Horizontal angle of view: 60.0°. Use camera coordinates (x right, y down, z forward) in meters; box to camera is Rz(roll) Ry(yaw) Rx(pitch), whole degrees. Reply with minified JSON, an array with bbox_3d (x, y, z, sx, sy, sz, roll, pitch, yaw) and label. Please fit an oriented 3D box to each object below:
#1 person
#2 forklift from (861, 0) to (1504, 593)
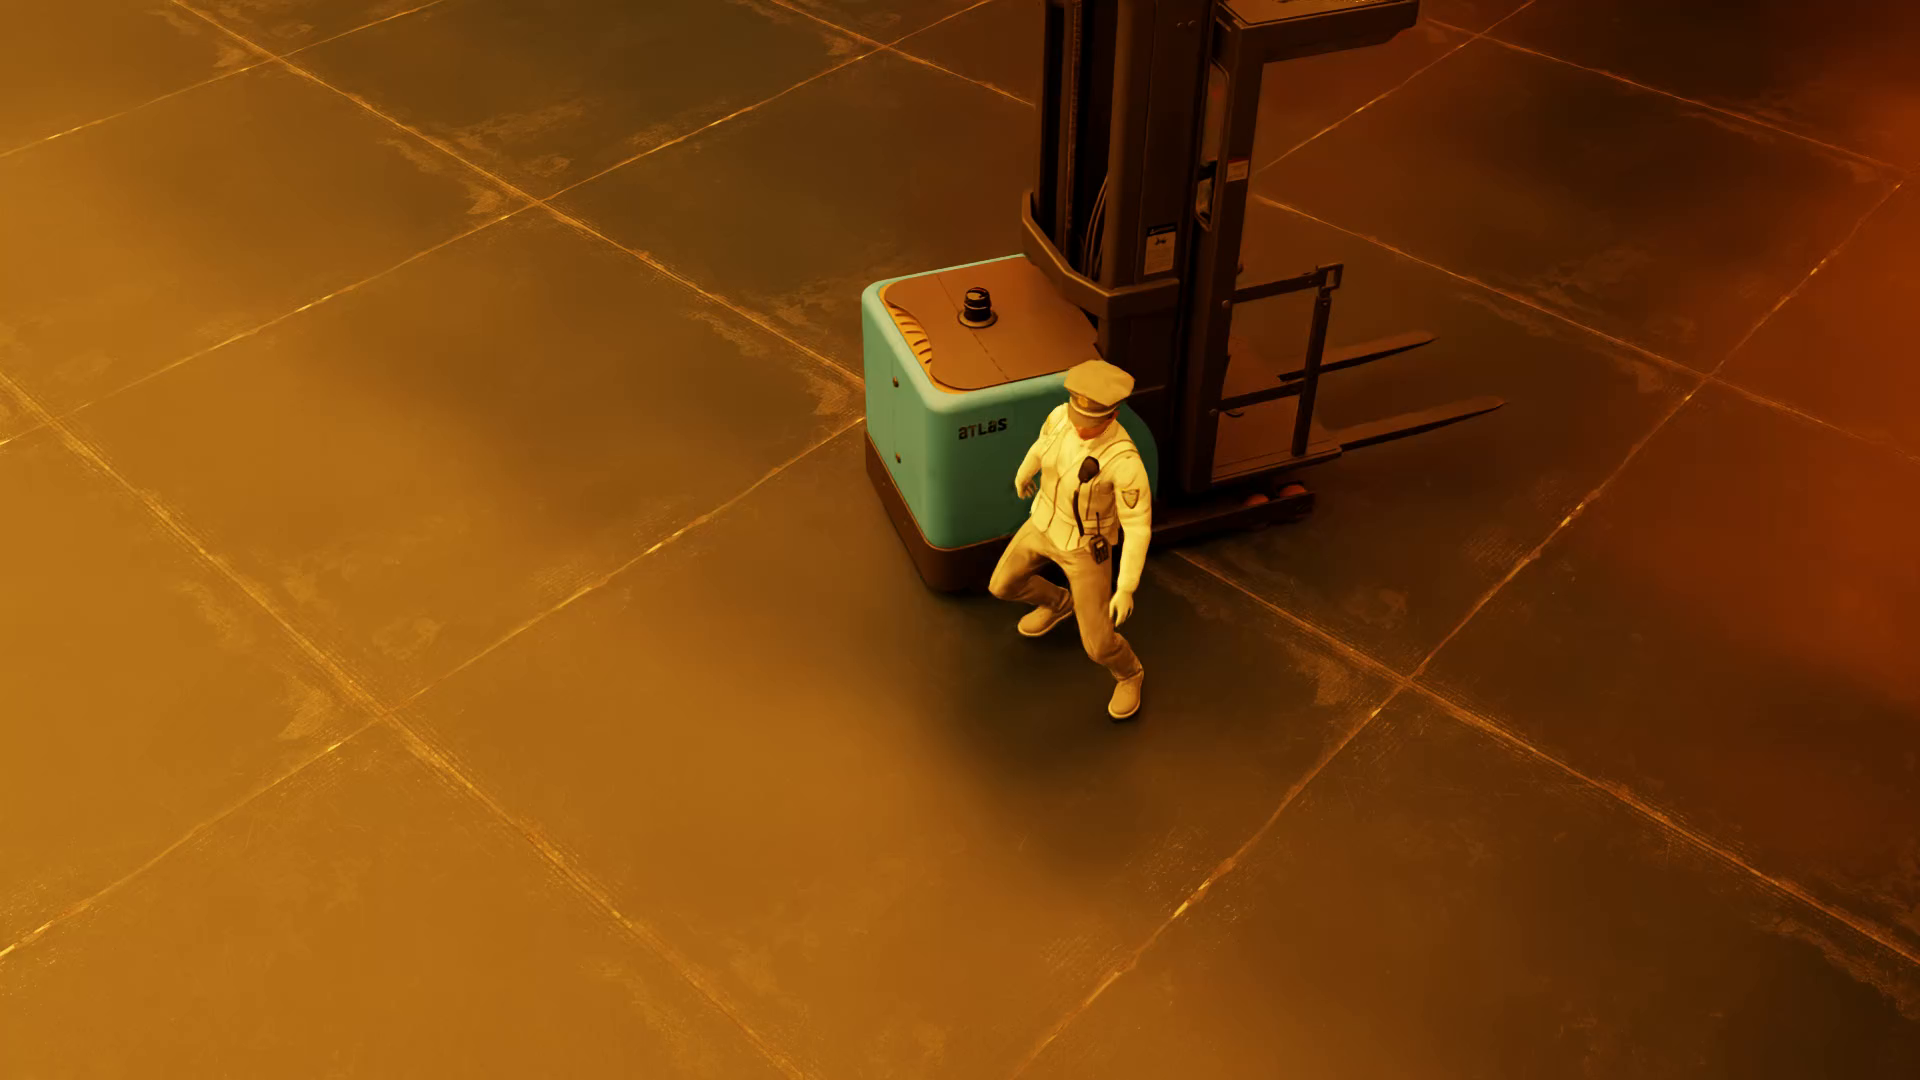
[{"bbox_3d":[0.433,-0.036,6.479,0.457,1.558,0.829,-25,47,-26],"label":"person"},{"bbox_3d":[1.121,-1.472,7.144,3.031,2.935,1.130,-14,42,-15],"label":"forklift"}]
